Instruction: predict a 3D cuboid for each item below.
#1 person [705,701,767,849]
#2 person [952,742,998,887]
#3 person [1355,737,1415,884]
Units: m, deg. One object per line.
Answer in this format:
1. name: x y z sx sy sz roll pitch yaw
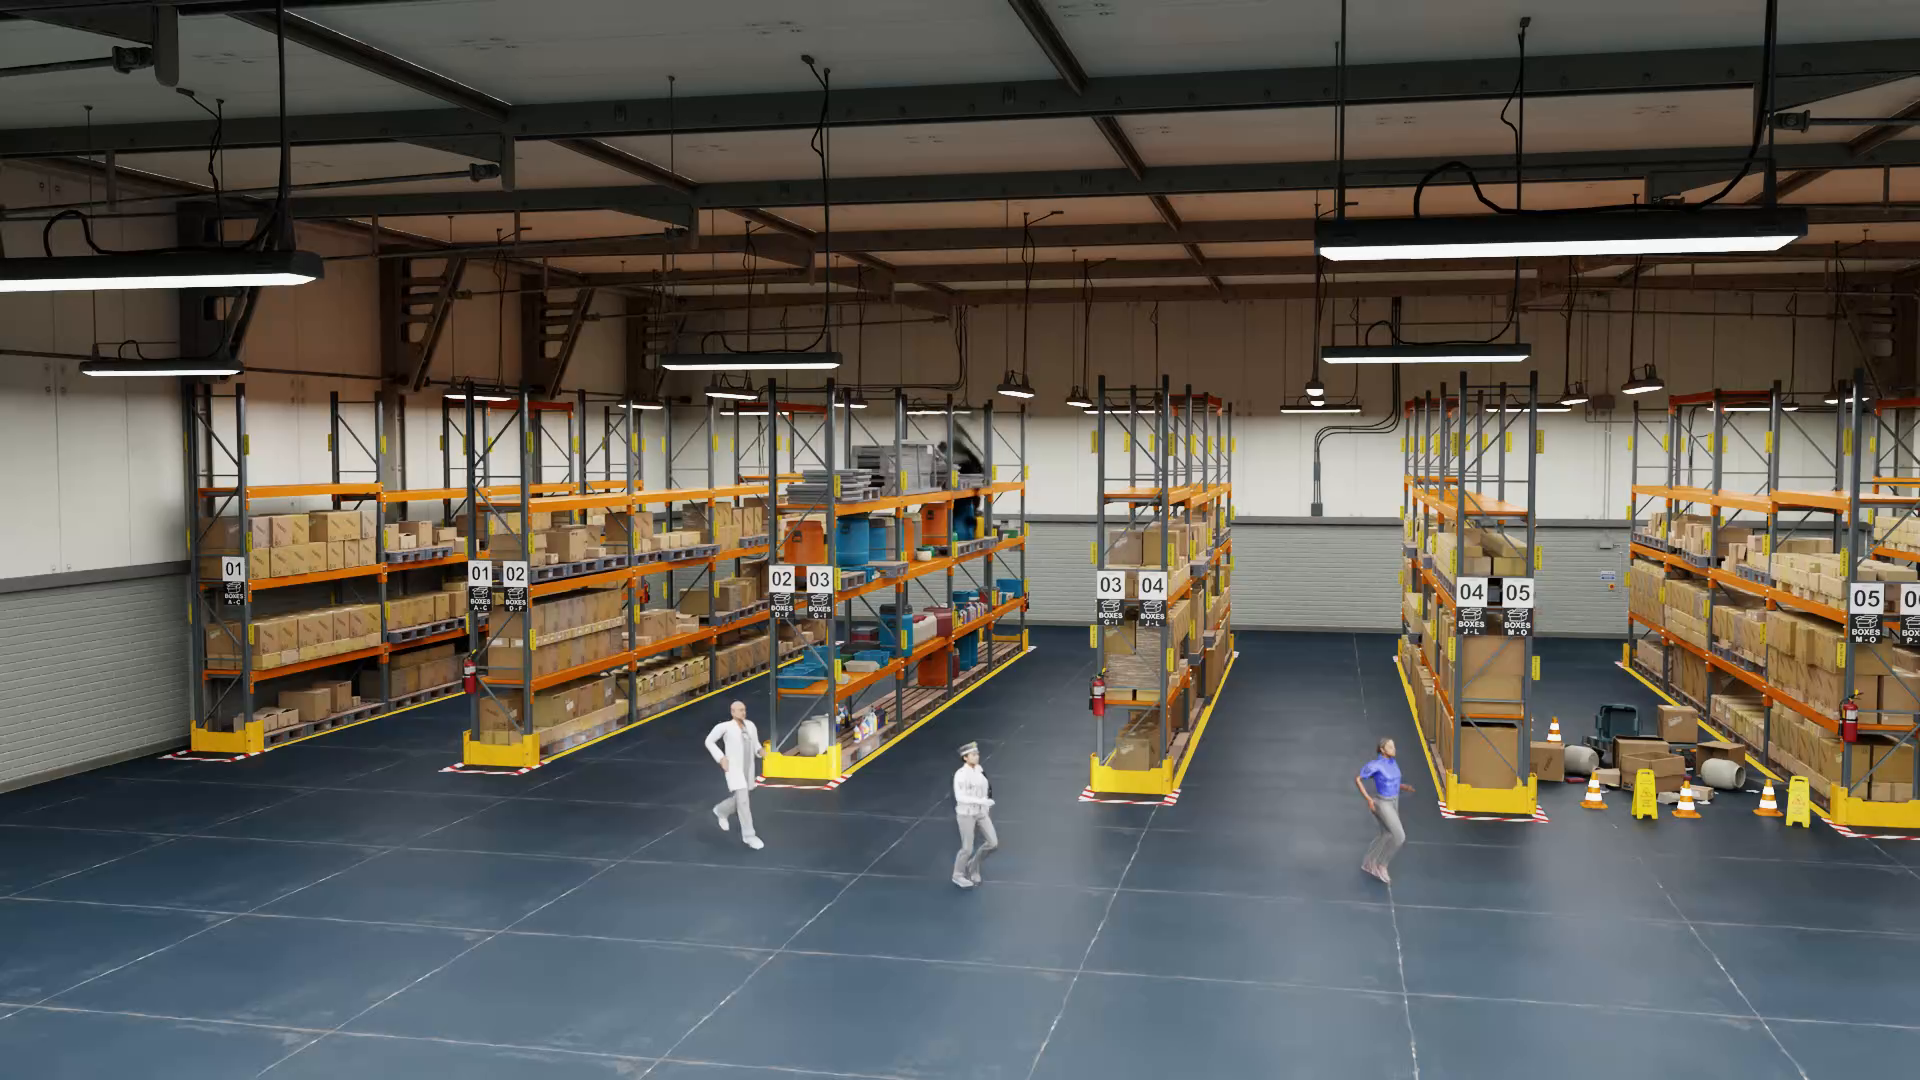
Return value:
1. person: -2.801 2.918 20.913 1.034 1.788 0.710 3 4 42
2. person: 0.173 3.086 18.699 0.619 1.660 0.590 3 4 43
3. person: 4.898 3.089 19.050 0.676 1.662 0.544 3 4 43
